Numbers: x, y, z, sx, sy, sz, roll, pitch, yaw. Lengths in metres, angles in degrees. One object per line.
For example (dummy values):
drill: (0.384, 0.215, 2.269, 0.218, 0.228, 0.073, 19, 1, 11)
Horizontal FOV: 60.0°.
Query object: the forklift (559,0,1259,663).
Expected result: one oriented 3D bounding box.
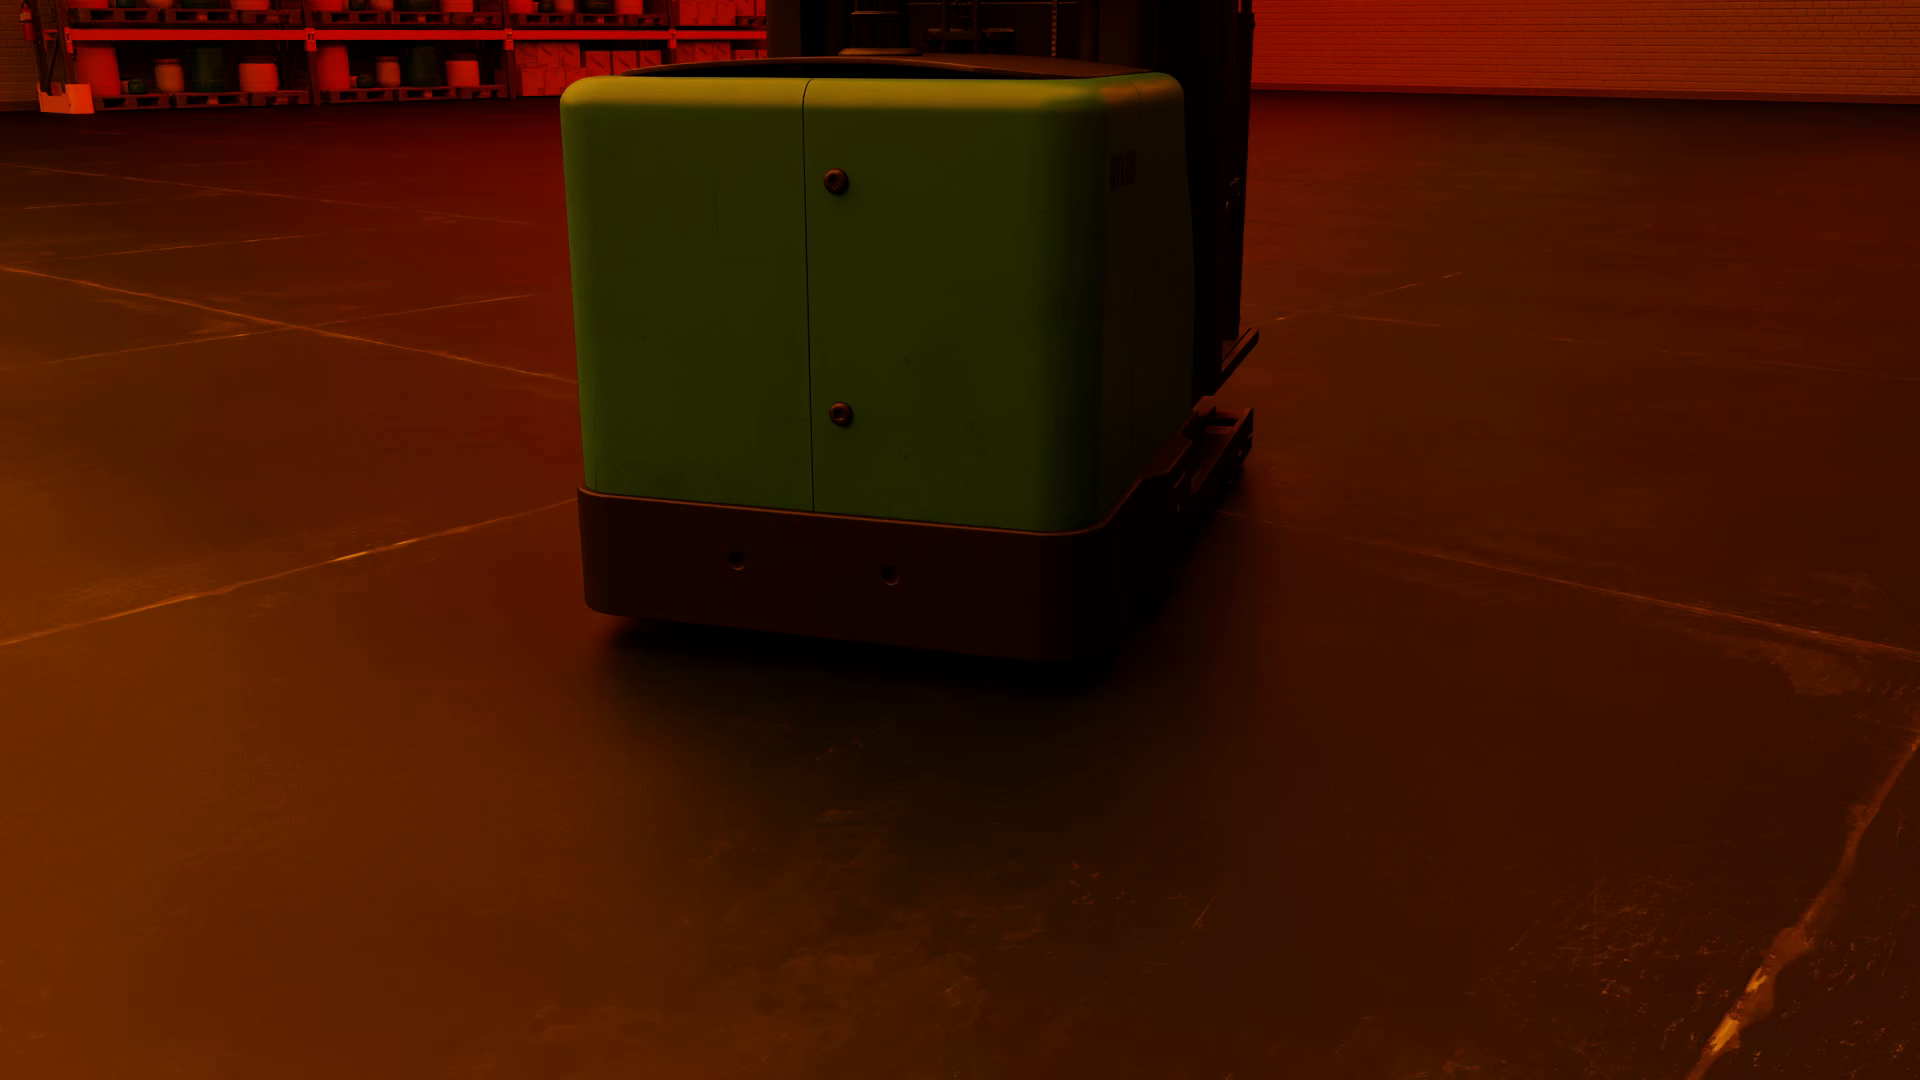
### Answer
forklift: (0.182, -1.571, 4.072, 1.130, 2.935, 3.031, 5, 18, 17)
